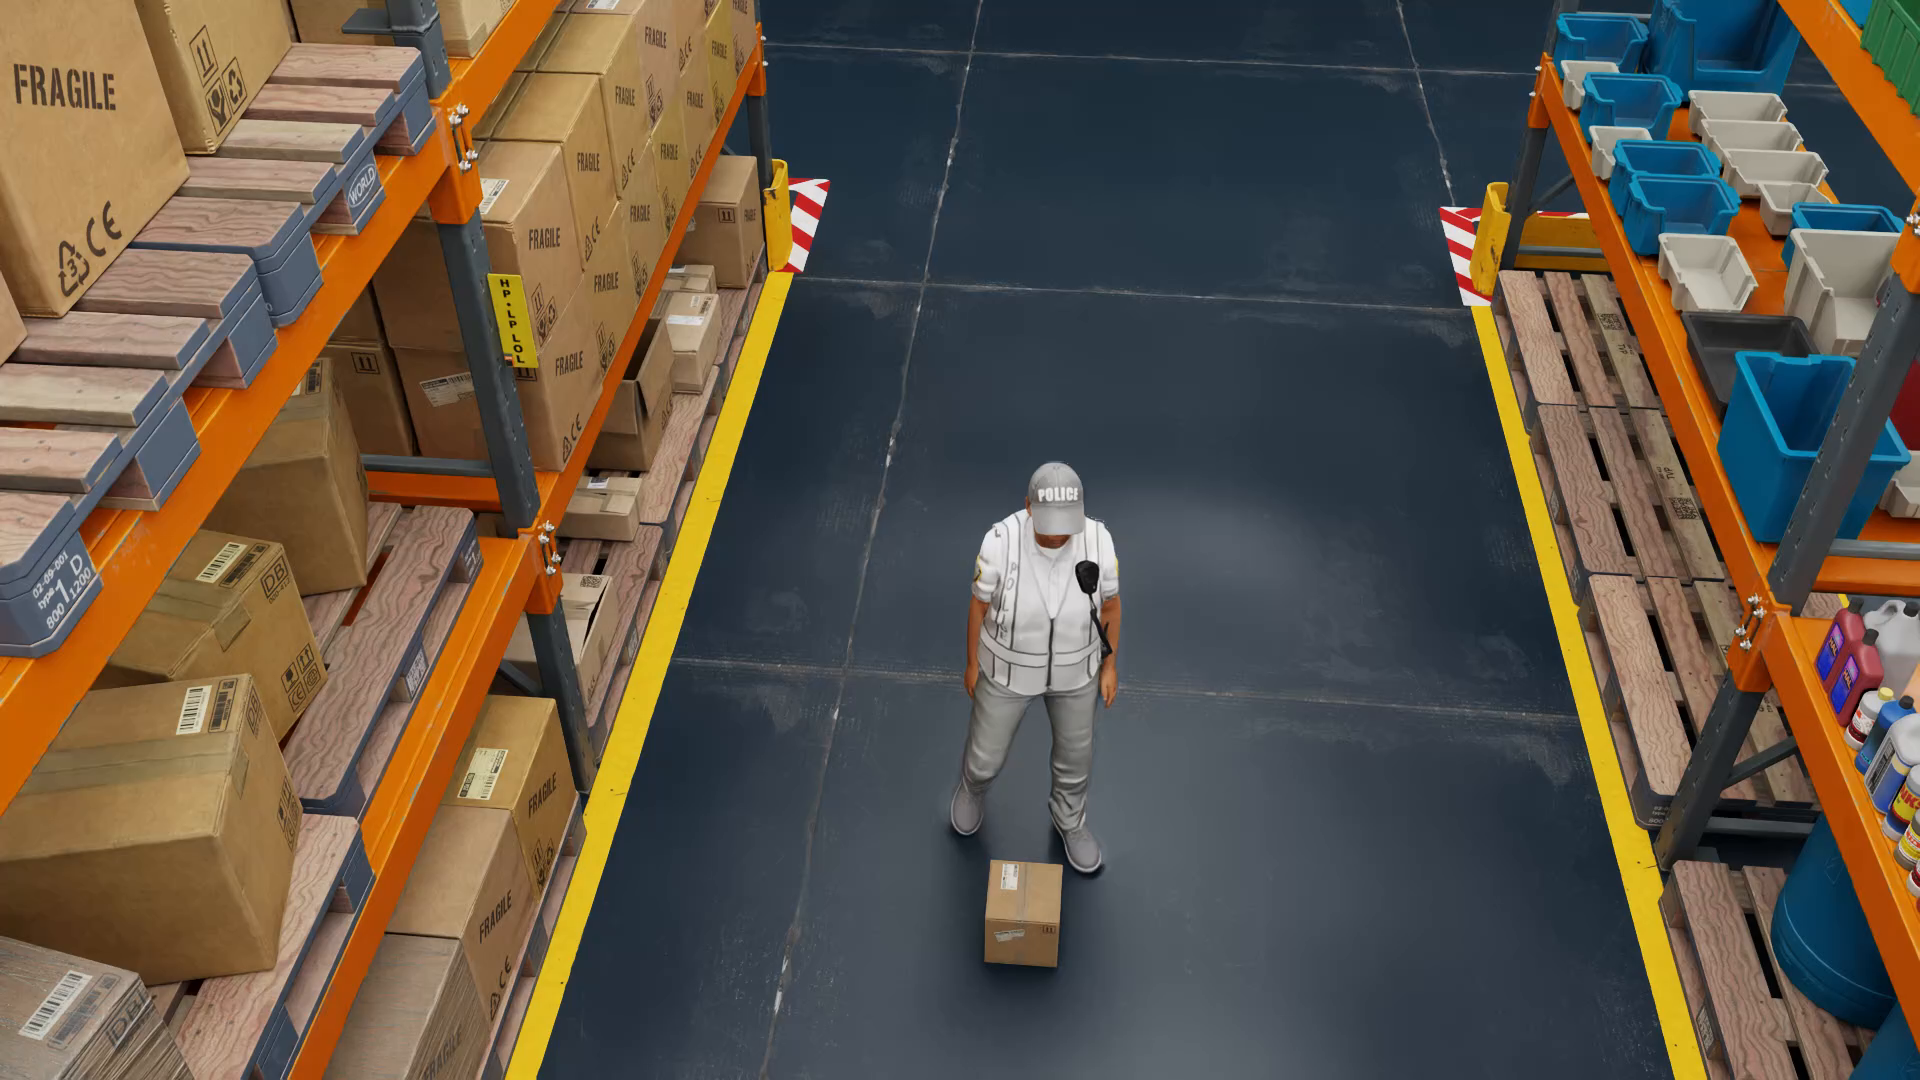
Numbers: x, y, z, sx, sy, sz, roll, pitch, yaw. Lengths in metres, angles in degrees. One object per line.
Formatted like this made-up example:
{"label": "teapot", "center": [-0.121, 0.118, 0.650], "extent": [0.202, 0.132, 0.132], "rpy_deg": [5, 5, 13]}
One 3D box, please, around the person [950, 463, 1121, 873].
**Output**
{"label": "person", "center": [0.257, 0.431, 5.616], "extent": [0.573, 1.668, 0.486], "rpy_deg": [-5, 41, -6]}
